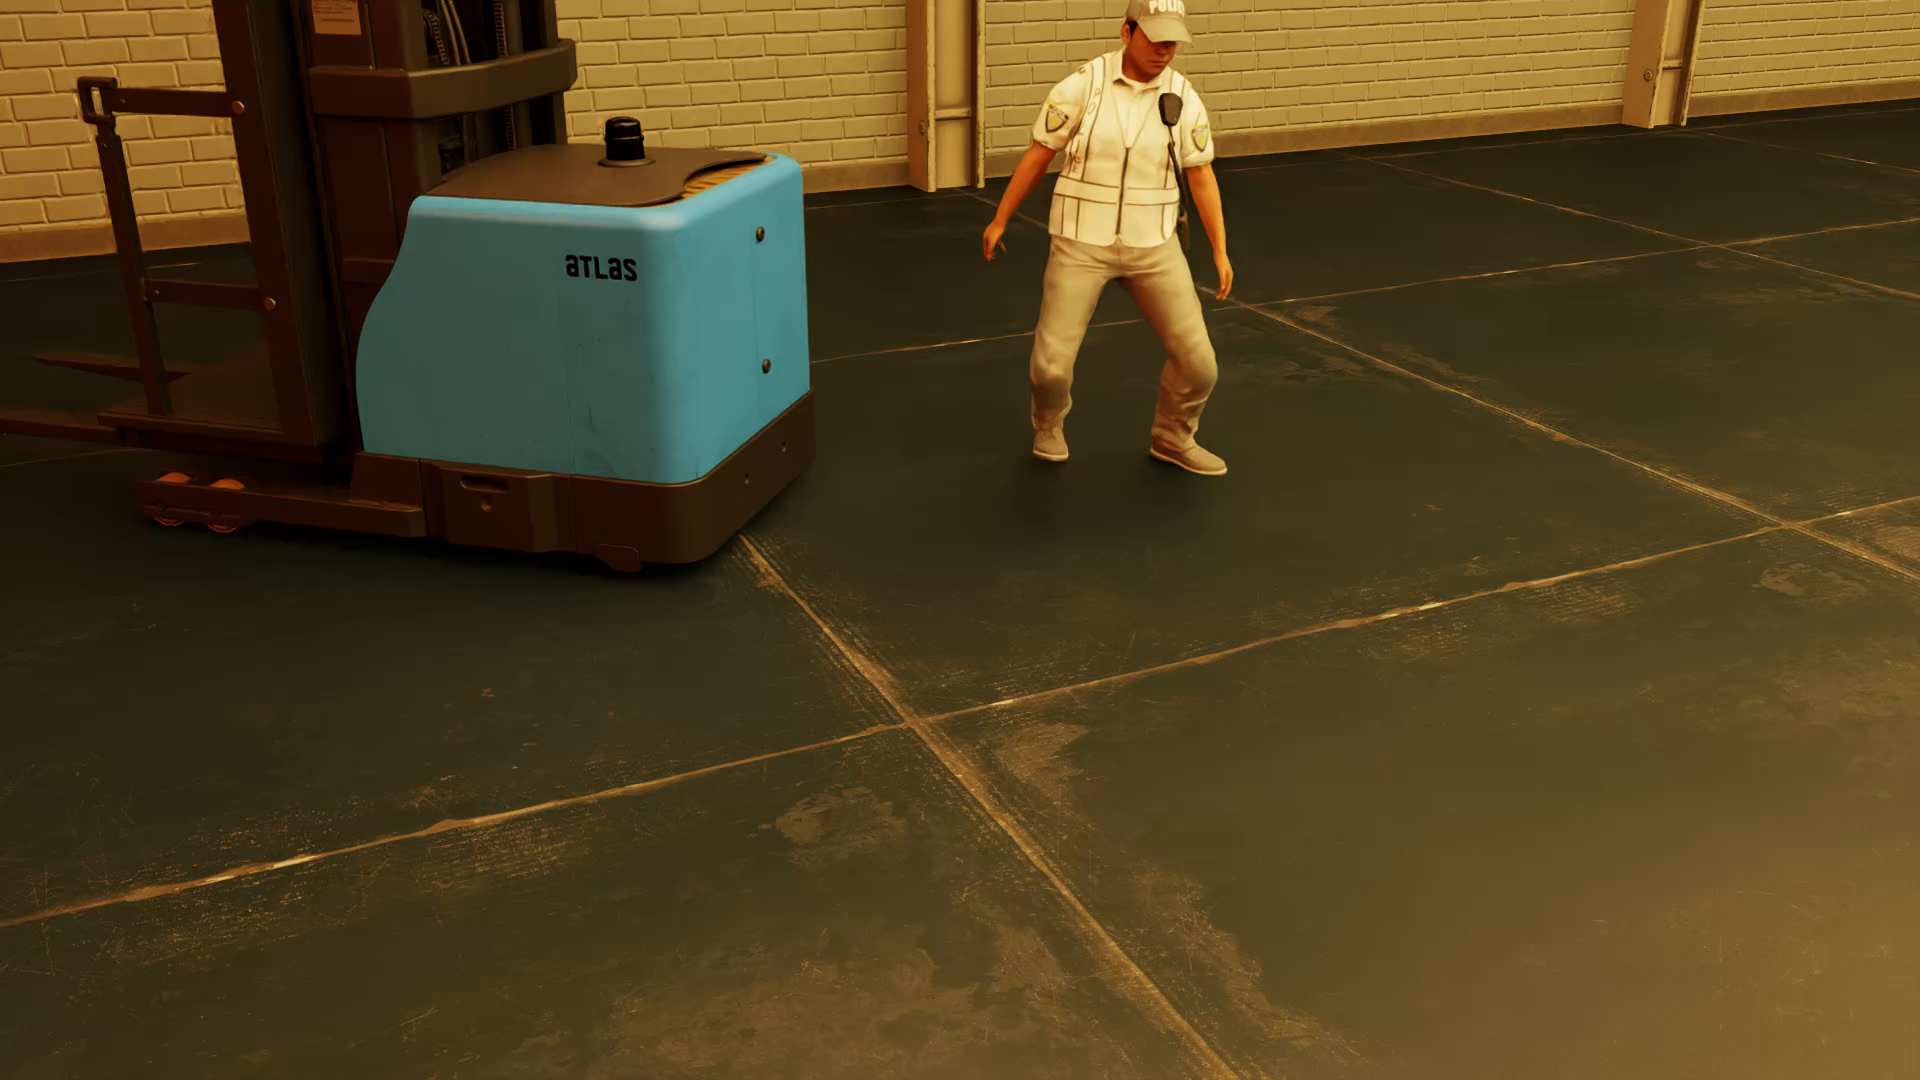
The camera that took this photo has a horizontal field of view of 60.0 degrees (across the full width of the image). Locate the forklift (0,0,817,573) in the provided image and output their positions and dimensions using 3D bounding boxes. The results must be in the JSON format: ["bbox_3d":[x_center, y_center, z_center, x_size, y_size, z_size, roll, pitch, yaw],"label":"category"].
[{"bbox_3d":[-2.057,-1.562,5.045,3.031,2.935,1.130,6,23,15],"label":"forklift"}]

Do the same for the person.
[{"bbox_3d":[0.492,-0.973,5.400,0.838,1.591,0.483,1,23,3],"label":"person"}]
